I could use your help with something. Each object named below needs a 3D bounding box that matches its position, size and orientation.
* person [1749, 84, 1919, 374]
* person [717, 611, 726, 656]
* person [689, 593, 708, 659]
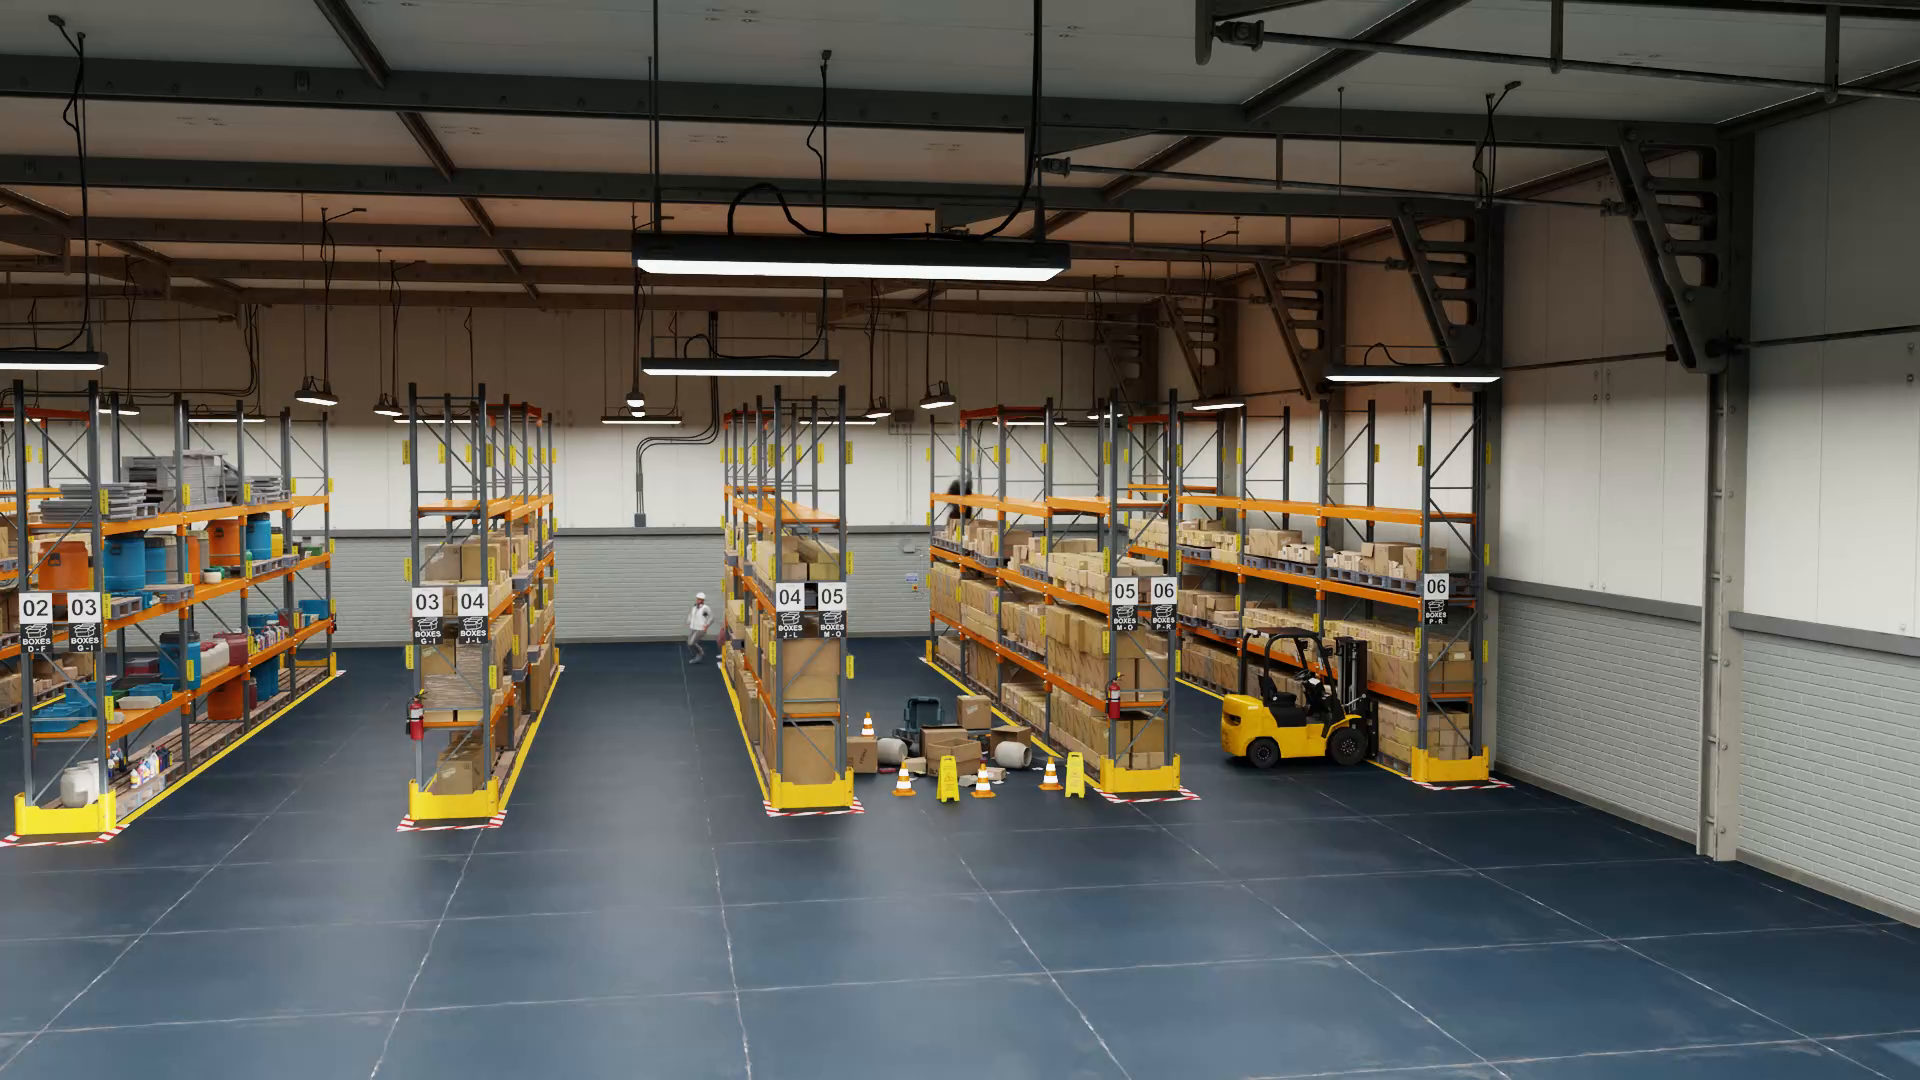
[{"bbox_3d":[6.520,-0.848,26.629,2.141,8.994,25.335,-1,3,-18],"label":"person"},{"bbox_3d":[-5.716,2.234,40.729,0.489,1.286,0.603,0,3,-3],"label":"person"},{"bbox_3d":[-6.328,2.084,39.934,0.510,1.641,0.549,2,4,38],"label":"person"}]
